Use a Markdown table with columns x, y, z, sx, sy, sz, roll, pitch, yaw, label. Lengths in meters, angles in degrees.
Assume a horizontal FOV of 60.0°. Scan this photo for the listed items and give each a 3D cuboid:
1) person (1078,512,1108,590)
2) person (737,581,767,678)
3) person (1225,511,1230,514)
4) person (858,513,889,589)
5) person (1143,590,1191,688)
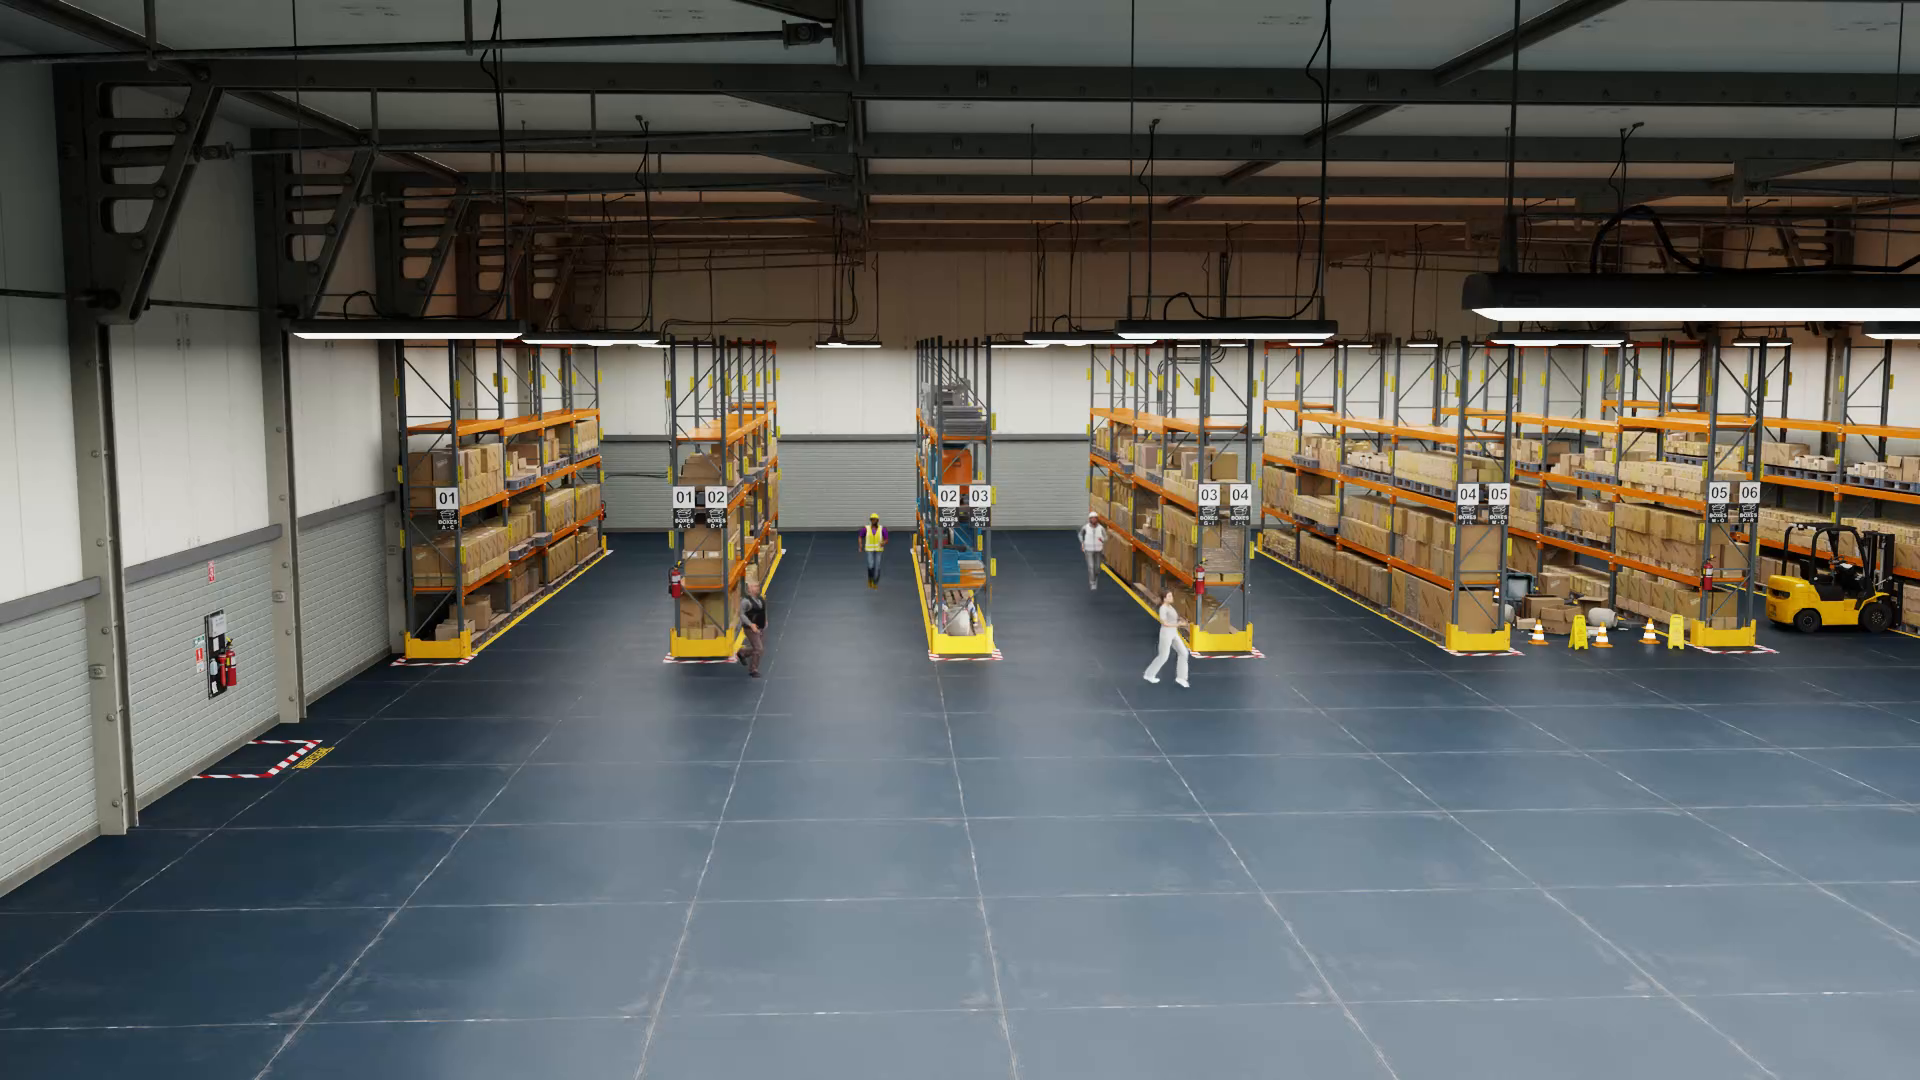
| x | y | z | sx | sy | sz | roll | pitch | yaw | label |
| --- | --- | --- | --- | --- | --- | --- | --- | --- | --- |
| 3.051 | 0.250 | 37.988 | 0.666 | 1.795 | 0.867 | -1 | 7 | -5 | person |
| -3.702 | 1.566 | 29.368 | 0.653 | 1.708 | 0.669 | 4 | 8 | 32 | person |
| 7.609 | -0.576 | 48.405 | 0.531 | 1.606 | 0.682 | -4 | 8 | -34 | person |
| -1.959 | 0.264 | 37.969 | 0.706 | 1.739 | 0.575 | -1 | 7 | -5 | person |
| 3.557 | 1.686 | 28.438 | 0.825 | 1.698 | 0.570 | 4 | 8 | 31 | person |
